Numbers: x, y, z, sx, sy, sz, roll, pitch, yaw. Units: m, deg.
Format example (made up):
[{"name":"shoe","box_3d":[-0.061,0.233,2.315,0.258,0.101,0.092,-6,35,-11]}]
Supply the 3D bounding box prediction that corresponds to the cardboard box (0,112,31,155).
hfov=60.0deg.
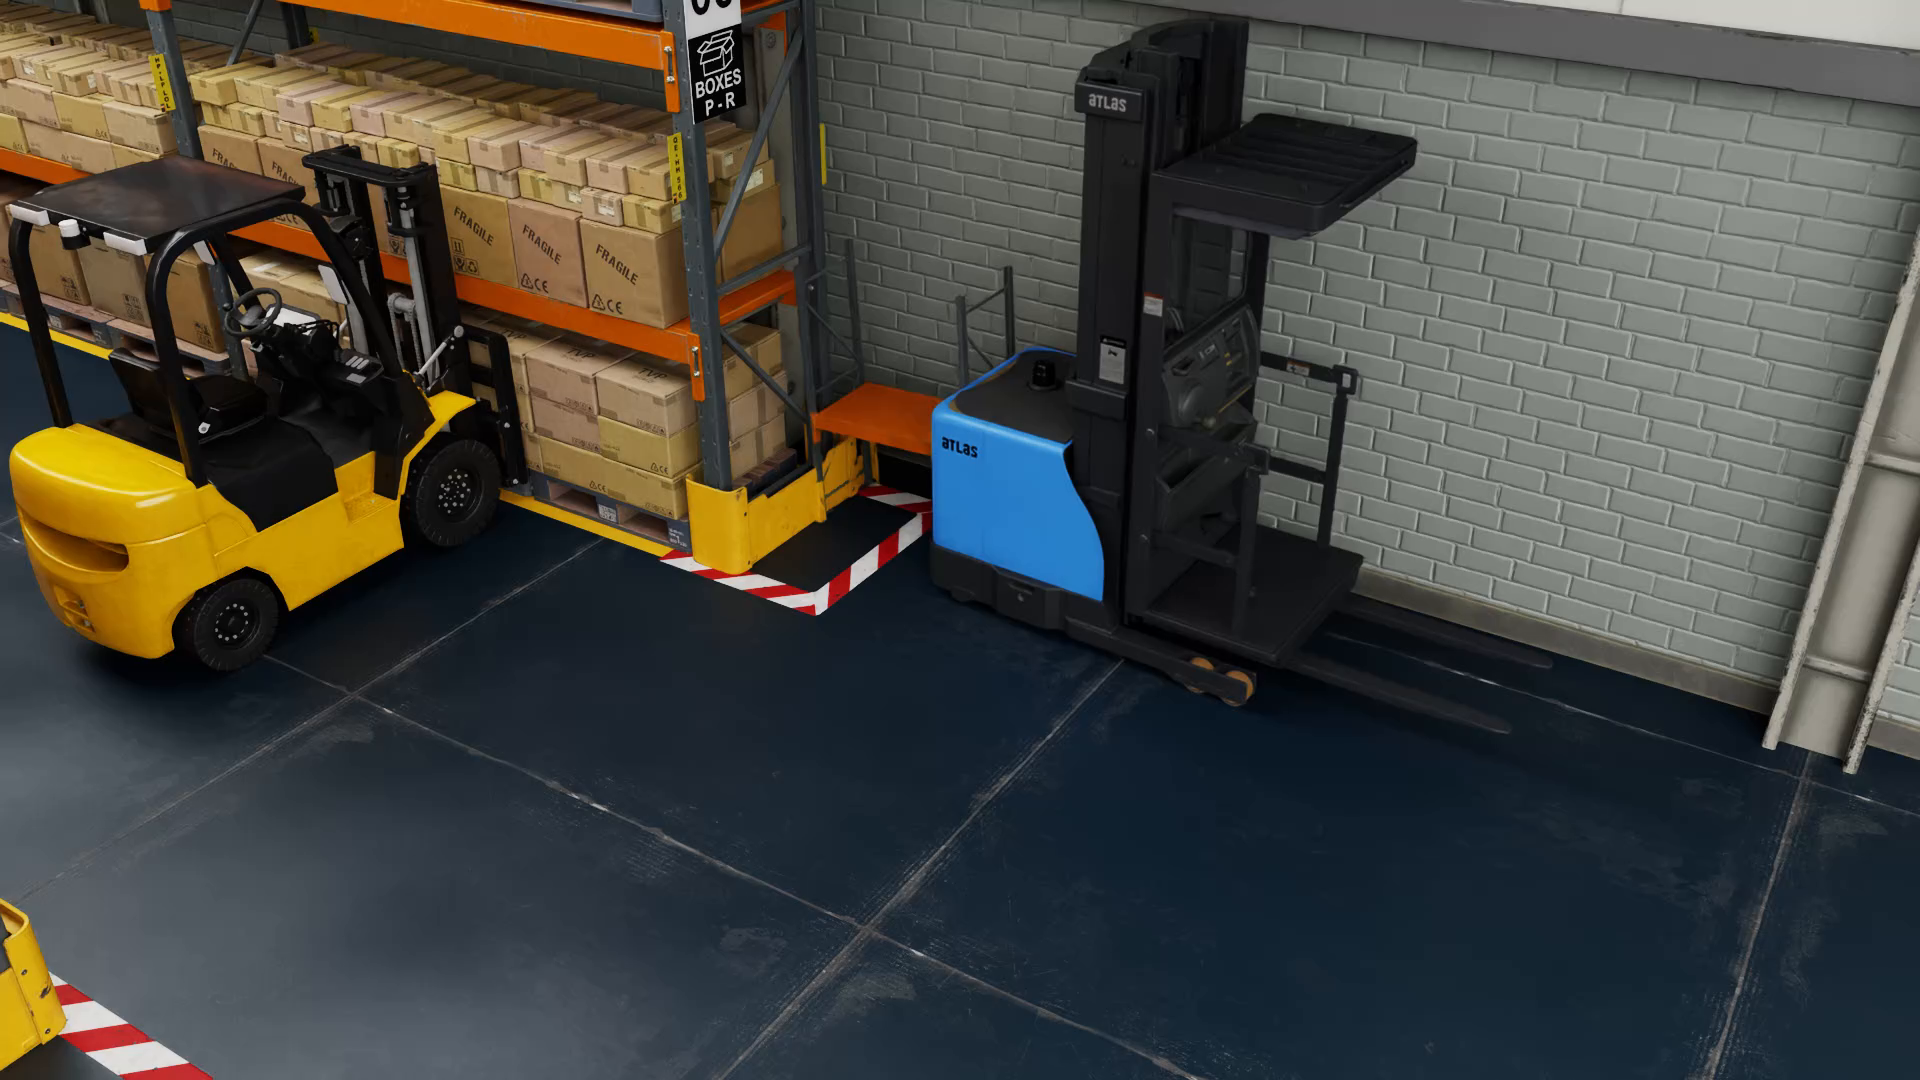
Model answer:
[{"name":"cardboard box","box_3d":[-6.275,-2.842,11.294,0.500,0.250,0.500,19,35,29]}]

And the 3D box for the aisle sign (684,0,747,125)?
[{"name":"aisle sign","box_3d":[-1.147,-2.379,7.770,0.004,0.787,0.394,18,35,27]}]

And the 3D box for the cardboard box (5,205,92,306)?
[{"name":"cardboard box","box_3d":[-6.174,-2.173,11.937,0.625,0.625,0.875,16,34,25]}]

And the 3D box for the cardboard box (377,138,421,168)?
[{"name":"cardboard box","box_3d":[-3.005,-2.173,9.255,0.250,0.149,0.380,17,34,26]}]

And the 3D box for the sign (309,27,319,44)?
[{"name":"sign","box_3d":[-4.141,-3.116,10.676,0.005,0.325,0.100,18,35,27]}]

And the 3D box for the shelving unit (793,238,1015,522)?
[{"name":"shelving unit","box_3d":[-0.275,-0.775,9.034,1.083,1.500,0.587,15,34,29]}]

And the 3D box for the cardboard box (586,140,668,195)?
[{"name":"cardboard box","box_3d":[-1.688,-1.909,8.508,0.250,0.149,0.380,18,35,27]}]

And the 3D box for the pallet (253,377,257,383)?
[{"name":"pallet","box_3d":[-3.783,-1.035,10.814,1.213,0.211,1.003,18,35,27]}]

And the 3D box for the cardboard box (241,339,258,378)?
[{"name":"cardboard box","box_3d":[-4.201,-1.193,10.630,0.500,0.250,0.500,18,35,28]}]

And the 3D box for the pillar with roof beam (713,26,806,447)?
[{"name":"pillar with roof beam","box_3d":[-3.446,-2.724,4.989,0.400,9.000,9.100,18,35,27]}]

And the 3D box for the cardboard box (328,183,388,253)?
[{"name":"cardboard box","box_3d":[-3.318,-2.015,9.629,0.500,0.500,0.500,17,34,27]}]

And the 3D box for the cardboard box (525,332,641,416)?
[{"name":"cardboard box","box_3d":[-2.038,-0.949,9.219,0.500,0.250,0.500,18,35,28]}]

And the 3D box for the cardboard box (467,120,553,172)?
[{"name":"cardboard box","box_3d":[-2.375,-2.089,8.815,0.250,0.149,0.380,18,35,29]}]

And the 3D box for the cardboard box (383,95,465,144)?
[{"name":"cardboard box","box_3d":[-2.969,-2.340,9.245,0.250,0.149,0.380,18,35,28]}]

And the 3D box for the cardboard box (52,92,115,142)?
[{"name":"cardboard box","box_3d":[-5.426,-2.778,10.689,0.500,0.250,0.500,17,34,26]}]

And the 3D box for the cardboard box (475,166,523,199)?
[{"name":"cardboard box","box_3d":[-2.364,-1.969,8.906,0.250,0.149,0.380,16,34,26]}]

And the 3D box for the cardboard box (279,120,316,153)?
[{"name":"cardboard box","box_3d":[-3.679,-2.371,9.595,0.250,0.149,0.380,18,35,28]}]

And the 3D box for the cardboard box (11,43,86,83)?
[{"name":"cardboard box","box_3d":[-5.940,-3.120,10.878,0.250,0.149,0.380,18,35,28]}]

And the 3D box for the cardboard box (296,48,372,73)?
[{"name":"cardboard box","box_3d":[-3.813,-2.881,10.173,0.250,0.149,0.380,17,34,26]}]

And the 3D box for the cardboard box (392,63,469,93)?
[{"name":"cardboard box","box_3d":[-3.128,-2.697,9.858,0.250,0.149,0.380,17,34,27]}]

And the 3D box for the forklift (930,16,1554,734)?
[{"name":"forklift","box_3d":[1.351,-0.783,7.684,3.031,2.935,1.130,19,35,29]}]

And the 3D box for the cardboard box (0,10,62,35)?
[{"name":"cardboard box","box_3d":[-6.547,-3.607,11.714,0.250,0.149,0.380,17,34,27]}]

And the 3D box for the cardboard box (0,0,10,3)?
[{"name":"cardboard box","box_3d":[-7.158,-3.842,12.116,0.250,0.149,0.380,19,35,29]}]

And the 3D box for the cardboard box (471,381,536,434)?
[{"name":"cardboard box","box_3d":[-2.493,-0.874,9.586,0.500,0.250,0.500,17,34,26]}]

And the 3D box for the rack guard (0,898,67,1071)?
[{"name":"rack guard","box_3d":[-3.747,1.780,5.702,0.348,0.500,1.175,18,35,27]}]

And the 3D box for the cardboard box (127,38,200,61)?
[{"name":"cardboard box","box_3d":[-5.256,-3.200,11.016,0.250,0.149,0.380,17,34,27]}]

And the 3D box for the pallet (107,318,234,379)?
[{"name":"pallet","box_3d":[-5.079,-1.446,11.520,1.213,0.211,1.003,18,35,27]}]

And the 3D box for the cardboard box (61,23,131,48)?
[{"name":"cardboard box","box_3d":[-5.885,-3.408,11.371,0.250,0.149,0.380,18,35,28]}]

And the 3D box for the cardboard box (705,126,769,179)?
[{"name":"cardboard box","box_3d":[-1.218,-2.032,8.718,0.250,0.149,0.380,17,34,26]}]

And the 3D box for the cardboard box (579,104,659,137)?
[{"name":"cardboard box","box_3d":[-1.854,-2.253,9.098,0.250,0.149,0.380,18,35,28]}]

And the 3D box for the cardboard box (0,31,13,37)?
[{"name":"cardboard box","box_3d":[-6.610,-3.313,11.209,0.250,0.149,0.380,18,35,28]}]

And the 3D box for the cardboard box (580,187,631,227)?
[{"name":"cardboard box","box_3d":[-1.722,-1.751,8.532,0.250,0.149,0.380,18,35,28]}]

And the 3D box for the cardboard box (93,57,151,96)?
[{"name":"cardboard box","box_3d":[-5.249,-2.940,10.569,0.250,0.149,0.380,18,35,27]}]

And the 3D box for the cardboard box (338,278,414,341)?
[{"name":"cardboard box","box_3d":[-3.336,-1.363,9.929,0.500,0.250,0.500,19,35,29]}]

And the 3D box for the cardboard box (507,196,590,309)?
[{"name":"cardboard box","box_3d":[-2.038,-1.604,8.924,0.500,0.500,0.500,19,35,29]}]

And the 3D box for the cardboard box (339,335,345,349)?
[{"name":"cardboard box","box_3d":[-3.761,-1.284,10.291,0.500,0.250,0.500,17,34,27]}]

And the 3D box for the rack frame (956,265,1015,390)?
[{"name":"rack frame","box_3d":[0.160,-0.656,8.780,0.032,1.500,0.500,15,34,29]}]

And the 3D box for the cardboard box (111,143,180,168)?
[{"name":"cardboard box","box_3d":[-5.001,-2.429,10.585,0.500,0.250,0.500,18,35,28]}]

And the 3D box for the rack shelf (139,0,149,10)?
[{"name":"rack shelf","box_3d":[-6.129,-3.991,10.851,4.000,0.370,1.077,18,35,27]}]

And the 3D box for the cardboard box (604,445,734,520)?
[{"name":"cardboard box","box_3d":[-1.613,-0.383,9.242,0.500,0.250,0.500,18,35,28]}]

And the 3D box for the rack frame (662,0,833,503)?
[{"name":"rack frame","box_3d":[-1.047,-1.399,8.671,0.127,3.000,1.000,18,35,27]}]

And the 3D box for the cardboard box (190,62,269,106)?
[{"name":"cardboard box","box_3d":[-4.322,-2.710,9.880,0.250,0.149,0.380,18,35,28]}]

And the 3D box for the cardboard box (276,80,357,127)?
[{"name":"cardboard box","box_3d":[-3.669,-2.501,9.522,0.250,0.149,0.380,18,35,28]}]

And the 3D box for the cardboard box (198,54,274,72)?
[{"name":"cardboard box","box_3d":[-4.618,-2.979,10.637,0.250,0.149,0.380,17,34,26]}]

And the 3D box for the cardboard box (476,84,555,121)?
[{"name":"cardboard box","box_3d":[-2.512,-2.458,9.449,0.250,0.149,0.380,18,35,28]}]

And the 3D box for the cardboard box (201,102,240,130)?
[{"name":"cardboard box","box_3d":[-4.304,-2.596,9.980,0.250,0.149,0.380,17,34,27]}]

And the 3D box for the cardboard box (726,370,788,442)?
[{"name":"cardboard box","box_3d":[-1.335,-0.823,9.500,0.500,0.250,0.500,18,35,28]}]
